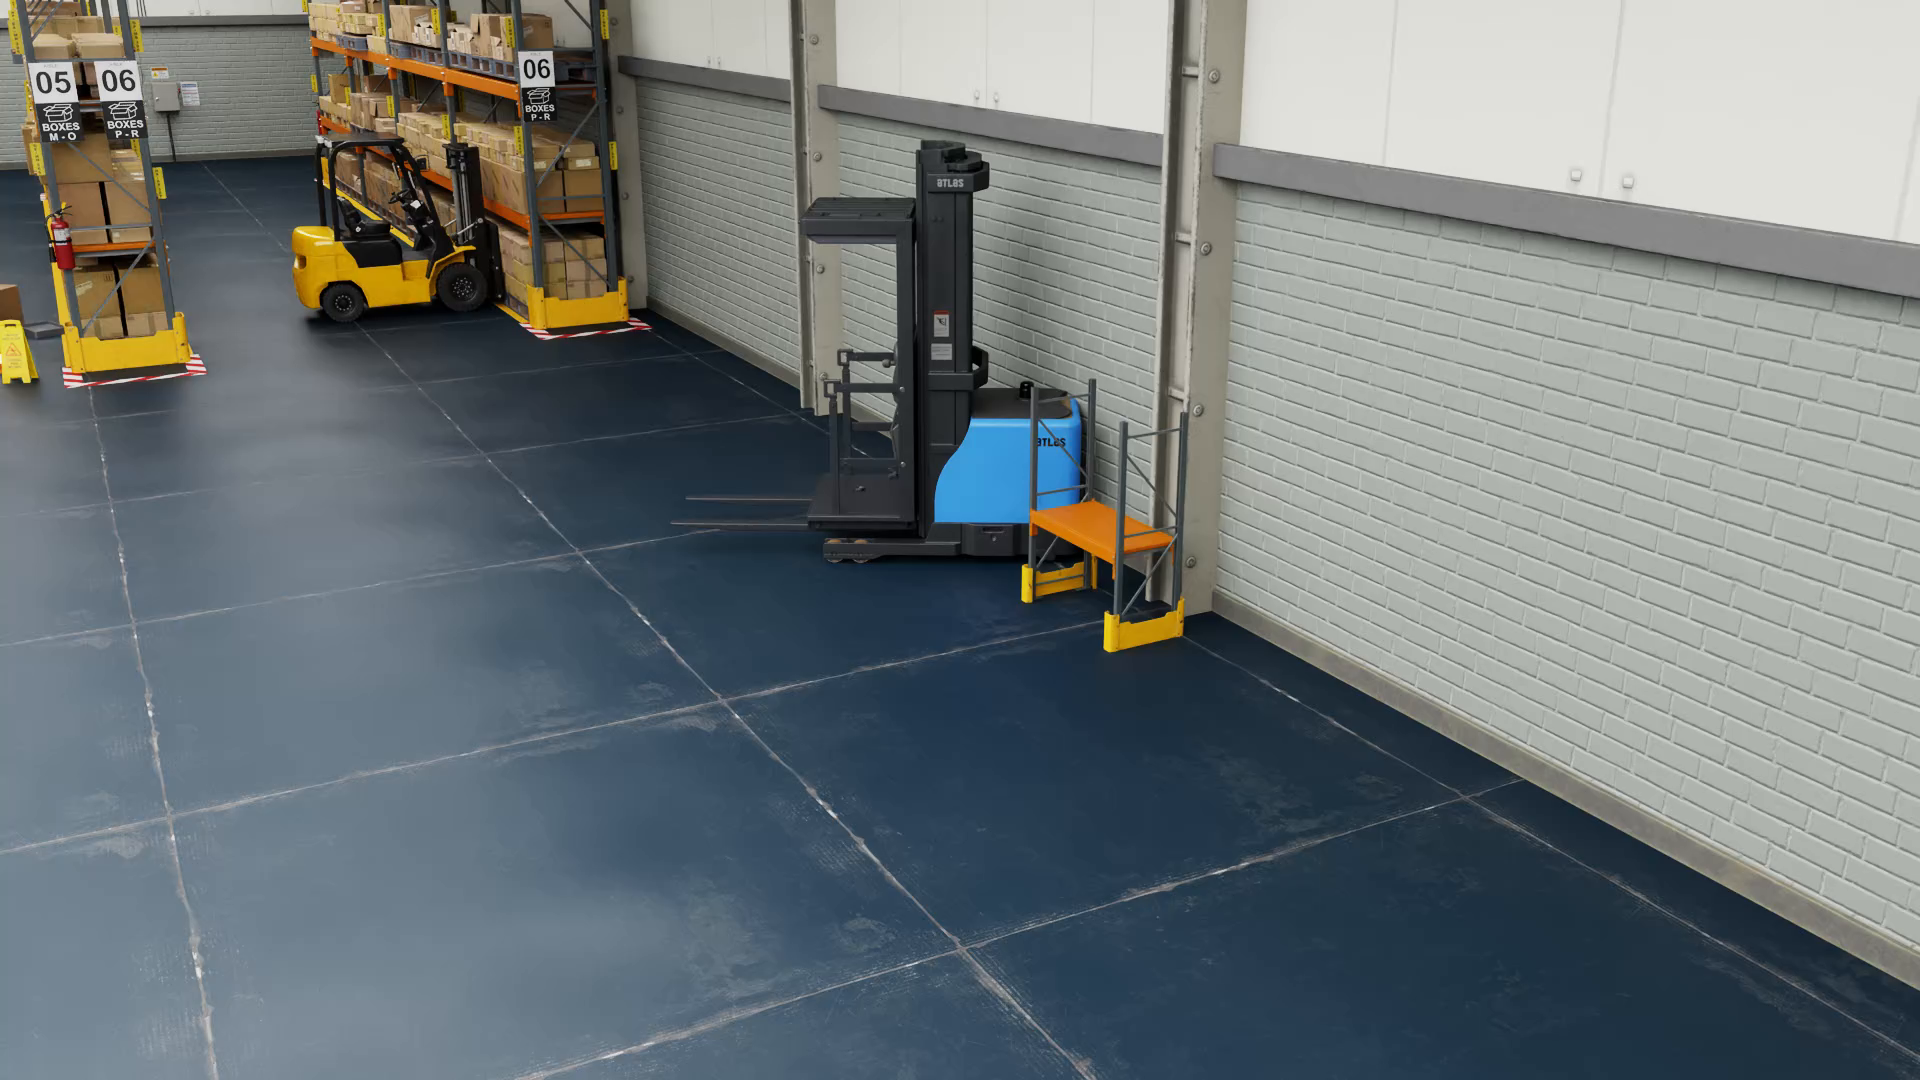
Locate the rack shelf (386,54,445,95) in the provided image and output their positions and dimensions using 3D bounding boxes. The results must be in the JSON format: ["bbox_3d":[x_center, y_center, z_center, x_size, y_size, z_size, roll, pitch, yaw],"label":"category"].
[{"bbox_3d":[-7.508,-6.885,24.489,1.077,0.370,4.000,-10,21,-27],"label":"rack shelf"}]

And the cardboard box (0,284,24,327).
[{"bbox_3d":[-11.613,-2.764,19.871,0.500,0.500,0.500,4,19,11],"label":"cardboard box"}]

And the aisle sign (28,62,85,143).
[{"bbox_3d":[-9.251,-4.480,17.032,0.394,0.787,0.004,-10,21,-27],"label":"aisle sign"}]

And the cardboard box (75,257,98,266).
[{"bbox_3d":[-9.868,-3.159,18.614,0.380,0.149,0.250,-9,21,-25],"label":"cardboard box"}]

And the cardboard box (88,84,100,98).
[{"bbox_3d":[-9.100,-4.821,17.789,0.380,0.149,0.250,-11,22,-28],"label":"cardboard box"}]

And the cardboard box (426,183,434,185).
[{"bbox_3d":[-8.626,-5.706,27.757,0.500,0.500,0.500,-10,21,-26],"label":"cardboard box"}]

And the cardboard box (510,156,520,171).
[{"bbox_3d":[-5.217,-4.563,20.109,0.380,0.149,0.250,-10,21,-26],"label":"cardboard box"}]

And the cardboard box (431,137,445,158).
[{"bbox_3d":[-7.267,-5.646,23.858,0.500,0.250,0.500,-11,22,-28],"label":"cardboard box"}]

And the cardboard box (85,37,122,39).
[{"bbox_3d":[-9.762,-5.651,18.974,0.380,0.149,0.250,-10,21,-26],"label":"cardboard box"}]

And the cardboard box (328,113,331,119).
[{"bbox_3d":[-12.180,-8.356,32.633,0.380,0.149,0.250,-9,21,-25],"label":"cardboard box"}]

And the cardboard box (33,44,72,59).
[{"bbox_3d":[-9.534,-5.122,17.440,0.380,0.149,0.250,-10,21,-26],"label":"cardboard box"}]

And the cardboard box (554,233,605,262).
[{"bbox_3d":[-4.720,-3.623,20.571,0.500,0.250,0.500,-10,22,-27],"label":"cardboard box"}]

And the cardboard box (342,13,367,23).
[{"bbox_3d":[-10.329,-8.916,28.405,0.380,0.149,0.250,-10,22,-28],"label":"cardboard box"}]

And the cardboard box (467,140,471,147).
[{"bbox_3d":[-6.314,-5.227,22.034,0.380,0.149,0.250,-9,21,-25],"label":"cardboard box"}]

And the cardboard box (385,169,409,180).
[{"bbox_3d":[-9.520,-6.192,28.171,0.380,0.149,0.250,-11,22,-29],"label":"cardboard box"}]

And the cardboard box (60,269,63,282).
[{"bbox_3d":[-10.882,-3.505,20.611,0.500,0.500,0.500,-9,21,-24],"label":"cardboard box"}]

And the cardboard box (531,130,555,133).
[{"bbox_3d":[-5.468,-5.232,21.592,0.380,0.149,0.250,-9,21,-25],"label":"cardboard box"}]

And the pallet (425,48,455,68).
[{"bbox_3d":[-6.988,-6.811,23.467,0.805,0.209,1.217,-11,22,-29],"label":"pallet"}]

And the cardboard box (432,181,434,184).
[{"bbox_3d":[-8.533,-5.983,27.565,0.380,0.149,0.250,-9,21,-25],"label":"cardboard box"}]

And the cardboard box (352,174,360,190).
[{"bbox_3d":[-11.049,-6.652,30.858,0.396,0.266,0.258,-9,21,-25],"label":"cardboard box"}]

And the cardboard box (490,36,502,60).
[{"bbox_3d":[-5.440,-5.948,20.081,0.396,0.266,0.258,-10,21,-27],"label":"cardboard box"}]

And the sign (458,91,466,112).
[{"bbox_3d":[-7.970,-7.015,26.587,0.100,0.325,0.005,-10,21,-27],"label":"sign"}]

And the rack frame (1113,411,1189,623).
[{"bbox_3d":[1.196,-0.047,10.468,0.500,1.500,0.032,-11,22,-28],"label":"rack frame"}]

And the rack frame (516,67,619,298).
[{"bbox_3d":[-4.658,-4.084,19.869,1.000,3.000,0.127,-10,21,-27],"label":"rack frame"}]

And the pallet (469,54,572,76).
[{"bbox_3d":[-5.555,-6.018,21.010,1.003,0.211,1.213,-10,21,-27],"label":"pallet"}]

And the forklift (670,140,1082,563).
[{"bbox_3d":[-0.623,-1.391,12.170,3.031,2.935,1.130,1,19,1],"label":"forklift"}]

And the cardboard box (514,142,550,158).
[{"bbox_3d":[-5.159,-4.715,20.093,0.380,0.149,0.250,-10,21,-27],"label":"cardboard box"}]

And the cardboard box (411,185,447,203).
[{"bbox_3d":[-8.173,-5.276,26.318,0.875,0.625,0.625,-9,21,-25],"label":"cardboard box"}]

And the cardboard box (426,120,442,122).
[{"bbox_3d":[-7.734,-6.169,24.763,0.380,0.149,0.250,-10,21,-27],"label":"cardboard box"}]

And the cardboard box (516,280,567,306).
[{"bbox_3d":[-5.160,-3.069,20.498,0.500,0.250,0.500,-10,21,-26],"label":"cardboard box"}]

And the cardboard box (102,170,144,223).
[{"bbox_3d":[-9.255,-3.829,18.521,0.500,0.500,0.500,-9,21,-25],"label":"cardboard box"}]

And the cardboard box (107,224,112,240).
[{"bbox_3d":[-9.137,-3.395,18.258,0.380,0.149,0.250,-10,21,-26],"label":"cardboard box"}]

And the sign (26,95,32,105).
[{"bbox_3d":[-15.211,-7.119,27.216,0.100,0.325,0.005,-10,21,-27],"label":"sign"}]

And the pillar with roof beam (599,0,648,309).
[{"bbox_3d":[-7.985,-6.593,17.942,9.100,9.000,0.400,-10,21,-27],"label":"pillar with roof beam"}]

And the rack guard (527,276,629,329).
[{"bbox_3d":[-4.647,-2.896,20.257,1.175,0.500,0.348,-10,21,-27],"label":"rack guard"}]

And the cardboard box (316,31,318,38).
[{"bbox_3d":[-12.310,-9.849,32.362,0.380,0.149,0.250,-9,21,-26],"label":"cardboard box"}]

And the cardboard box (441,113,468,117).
[{"bbox_3d":[-7.833,-6.531,25.812,0.380,0.149,0.250,-10,21,-27],"label":"cardboard box"}]

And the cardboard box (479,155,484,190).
[{"bbox_3d":[-6.074,-4.820,21.847,0.500,0.500,0.500,-10,22,-27],"label":"cardboard box"}]

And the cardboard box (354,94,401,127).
[{"bbox_3d":[-10.078,-7.453,28.834,0.700,0.500,0.500,-10,21,-26],"label":"cardboard box"}]

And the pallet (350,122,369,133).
[{"bbox_3d":[-10.073,-7.192,29.170,1.003,0.211,1.213,-10,21,-27],"label":"pallet"}]

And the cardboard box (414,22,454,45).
[{"bbox_3d":[-7.481,-7.244,23.768,0.500,0.311,0.500,-11,22,-28],"label":"cardboard box"}]

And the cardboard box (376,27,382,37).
[{"bbox_3d":[-9.202,-8.202,26.823,0.380,0.149,0.250,-10,21,-27],"label":"cardboard box"}]

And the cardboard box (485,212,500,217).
[{"bbox_3d":[-6.370,-4.268,22.440,0.500,0.250,0.500,-10,21,-27],"label":"cardboard box"}]

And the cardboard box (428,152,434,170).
[{"bbox_3d":[-7.480,-5.556,24.366,0.500,0.250,0.500,-10,21,-26],"label":"cardboard box"}]

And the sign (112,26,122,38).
[{"bbox_3d":[-10.451,-6.211,20.642,0.100,0.325,0.005,-10,21,-27],"label":"sign"}]

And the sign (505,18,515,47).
[{"bbox_3d":[-5.143,-5.803,19.016,0.100,0.325,0.005,-10,21,-27],"label":"sign"}]

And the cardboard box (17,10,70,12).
[{"bbox_3d":[-13.461,-7.529,24.457,0.700,0.500,0.500,-11,22,-29],"label":"cardboard box"}]

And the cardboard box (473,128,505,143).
[{"bbox_3d":[-6.156,-5.296,21.778,0.380,0.149,0.250,-10,22,-28],"label":"cardboard box"}]

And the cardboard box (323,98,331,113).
[{"bbox_3d":[-12.038,-8.430,32.238,0.500,0.250,0.500,-10,21,-26],"label":"cardboard box"}]

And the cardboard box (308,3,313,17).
[{"bbox_3d":[-12.267,-10.235,32.103,0.500,0.250,0.500,-10,22,-27],"label":"cardboard box"}]

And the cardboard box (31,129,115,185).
[{"bbox_3d":[-9.460,-4.088,17.737,0.700,0.500,0.500,-11,22,-28],"label":"cardboard box"}]

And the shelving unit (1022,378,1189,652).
[{"bbox_3d":[0.939,-0.194,10.893,0.587,1.500,1.083,-11,22,-28],"label":"shelving unit"}]

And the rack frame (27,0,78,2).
[{"bbox_3d":[-16.623,-10.743,29.970,1.000,3.000,0.127,-10,21,-27],"label":"rack frame"}]
